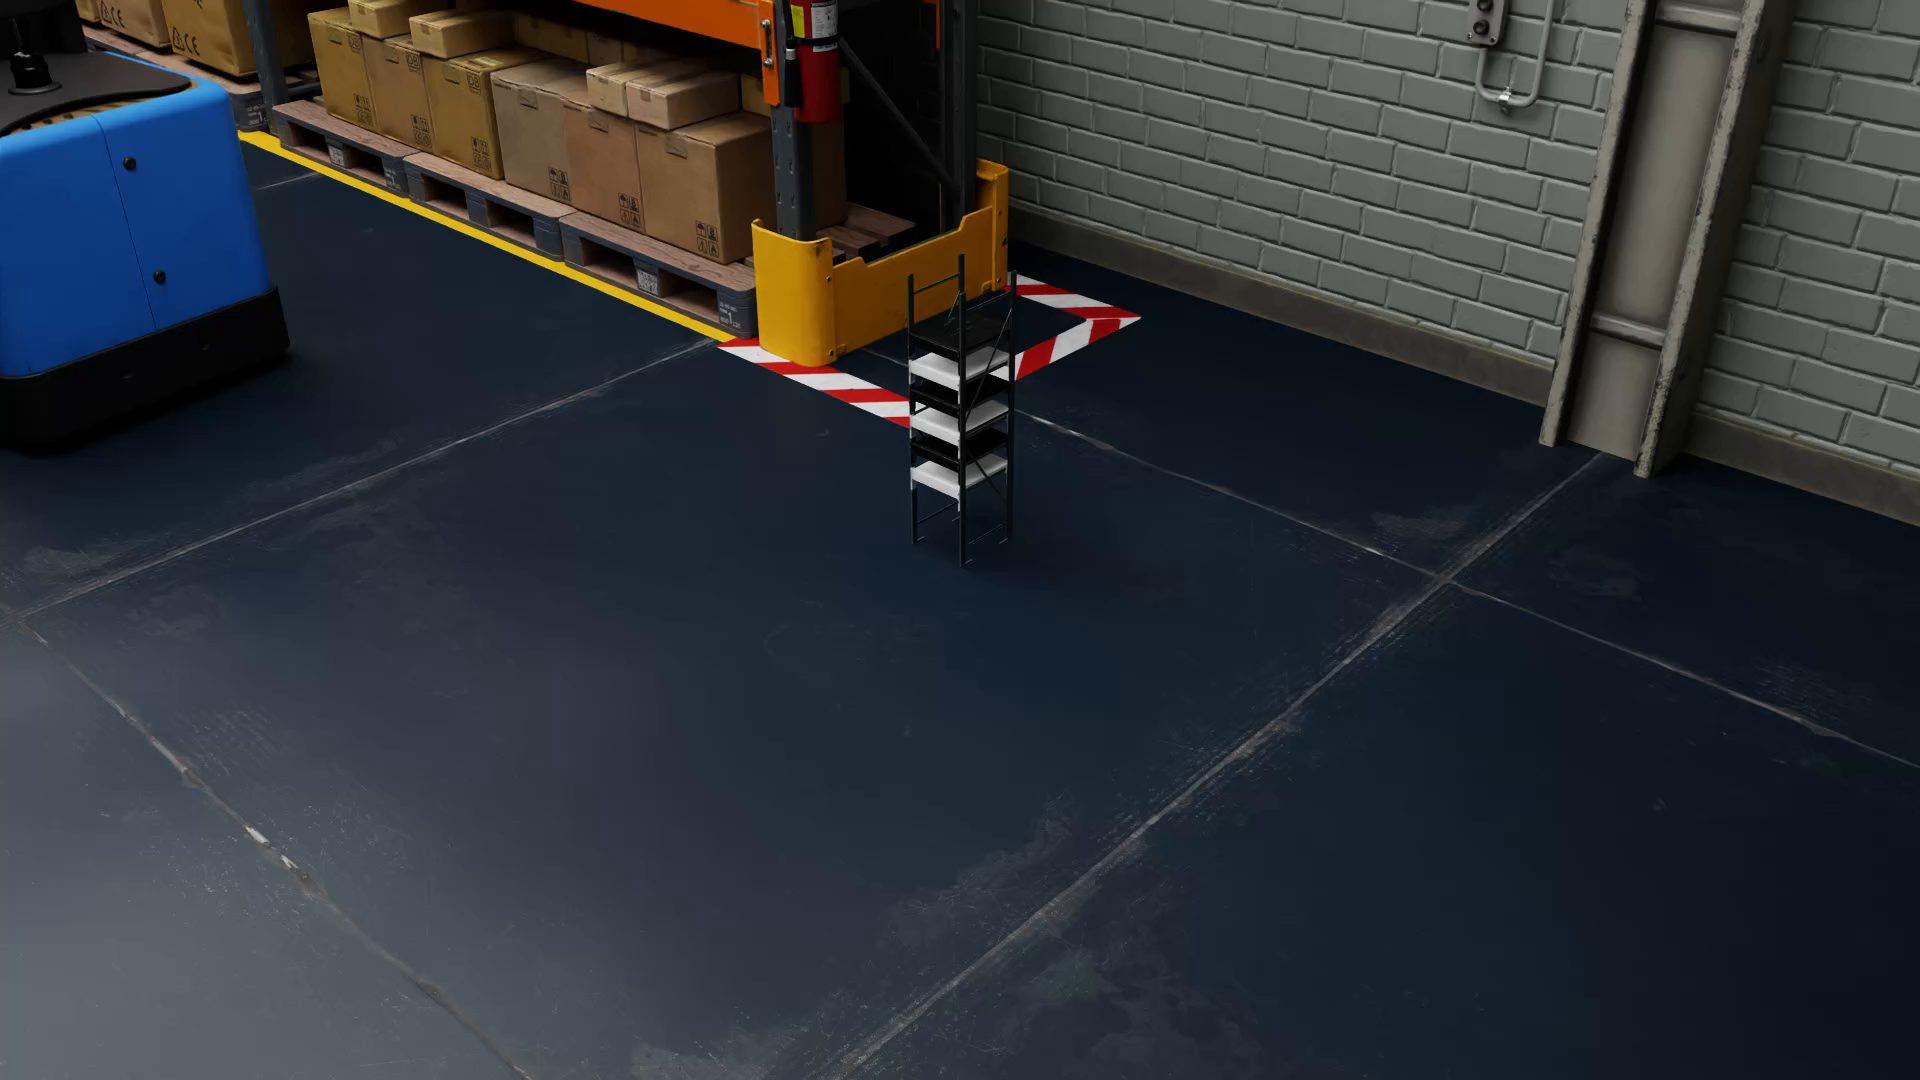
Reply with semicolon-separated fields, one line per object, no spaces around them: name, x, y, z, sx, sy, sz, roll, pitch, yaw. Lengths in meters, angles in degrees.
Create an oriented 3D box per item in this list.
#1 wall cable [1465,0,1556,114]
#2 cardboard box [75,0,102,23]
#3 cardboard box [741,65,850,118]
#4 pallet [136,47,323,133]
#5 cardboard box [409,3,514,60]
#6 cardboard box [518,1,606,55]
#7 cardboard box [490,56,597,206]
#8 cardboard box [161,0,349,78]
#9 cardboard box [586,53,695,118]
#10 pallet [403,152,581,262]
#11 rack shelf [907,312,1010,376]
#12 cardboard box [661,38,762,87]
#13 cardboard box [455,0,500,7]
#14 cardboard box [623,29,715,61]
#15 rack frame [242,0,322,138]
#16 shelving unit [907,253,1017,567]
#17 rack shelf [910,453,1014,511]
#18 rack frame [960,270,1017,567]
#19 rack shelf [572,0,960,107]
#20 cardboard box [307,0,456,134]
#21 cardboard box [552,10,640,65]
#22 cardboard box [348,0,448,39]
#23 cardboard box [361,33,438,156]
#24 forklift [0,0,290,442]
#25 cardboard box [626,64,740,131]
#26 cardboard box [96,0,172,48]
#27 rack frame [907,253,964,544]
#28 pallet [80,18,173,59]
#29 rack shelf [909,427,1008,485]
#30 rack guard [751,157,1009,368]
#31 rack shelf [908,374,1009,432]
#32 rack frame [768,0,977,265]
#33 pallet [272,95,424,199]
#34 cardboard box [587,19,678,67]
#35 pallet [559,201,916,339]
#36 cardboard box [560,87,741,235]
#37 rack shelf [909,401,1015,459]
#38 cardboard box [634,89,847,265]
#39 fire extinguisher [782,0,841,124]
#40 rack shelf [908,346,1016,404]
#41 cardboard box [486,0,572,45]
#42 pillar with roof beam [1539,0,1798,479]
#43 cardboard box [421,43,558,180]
wall cable;1.274;-2.574;5.633;1.851;1.984;0.084;25;39;35
cardboard box;-5.139;-3.638;10.062;0.750;0.750;0.750;25;39;35
cardboard box;-0.670;-1.845;6.793;0.250;0.149;0.380;25;39;35
pallet;-3.899;-2.648;9.445;1.213;0.211;1.003;25;39;35
cardboard box;-2.272;-2.325;7.591;0.250;0.149;0.380;24;38;34
cardboard box;-1.798;-2.371;7.667;0.250;0.149;0.380;24;39;34
cardboard box;-1.641;-1.880;7.482;0.500;0.500;0.700;24;38;34
cardboard box;-3.845;-3.039;9.067;0.750;0.750;0.750;26;39;36
cardboard box;-1.304;-1.874;6.843;0.250;0.149;0.380;26;40;36
pallet;-1.856;-1.695;7.861;1.213;0.211;1.003;25;39;35
rack shelf;0.006;-0.585;4.891;0.200;0.077;0.258;25;39;35
cardboard box;-1.046;-2.020;7.084;0.250;0.149;0.380;25;39;35
cardboard box;-2.177;-2.547;7.961;0.250;0.149;0.380;24;38;34
cardboard box;-1.231;-2.106;7.228;0.250;0.149;0.380;25;39;35
rack frame;-3.276;-3.605;8.330;0.127;3.000;1.000;25;39;35
shelving unit;0.006;-0.383;5.013;0.210;0.900;0.258;25;39;35
rack shelf;0.006;-0.200;5.123;0.200;0.077;0.258;25;39;35
rack frame;0.081;-0.348;4.955;0.006;0.900;0.240;25;39;35
rack shelf;-1.793;-2.604;7.365;4.000;0.370;1.077;25;39;35
cardboard box;-2.790;-2.416;8.371;0.500;0.500;0.700;26;39;36
cardboard box;-1.611;-2.283;7.521;0.250;0.149;0.380;25;39;36
cardboard box;-2.659;-2.505;7.891;0.250;0.149;0.380;27;40;37
cardboard box;-2.420;-2.241;8.080;0.500;0.500;0.700;25;39;35
forklift;-4.042;-2.187;6.041;3.031;2.935;1.130;21;37;31
cardboard box;-1.114;-1.786;6.696;0.250;0.149;0.380;25;39;35
cardboard box;-4.506;-3.346;9.576;0.750;0.750;0.750;26;40;36
rack frame;-0.069;-0.418;5.072;0.006;0.900;0.240;25;39;35
pallet;-4.808;-3.071;10.146;1.213;0.211;1.003;25;39;35
rack shelf;0.006;-0.277;5.077;0.200;0.077;0.258;25;39;35
rack guard;-0.293;-1.141;6.661;0.348;0.500;1.175;25;39;35
rack shelf;0.006;-0.431;4.984;0.200;0.077;0.258;25;39;35
rack frame;-0.310;-2.220;6.030;0.127;3.000;1.000;25;39;35
pallet;-2.765;-2.117;8.562;1.213;0.211;1.003;25;39;35
cardboard box;-1.420;-2.194;7.374;0.250;0.149;0.380;26;39;36
pallet;-0.956;-1.273;7.159;1.213;0.211;1.003;25;39;35
cardboard box;-1.268;-1.707;7.193;0.500;0.500;0.700;25;39;35
rack shelf;0.006;-0.354;5.030;0.200;0.077;0.258;25;39;35
cardboard box;-0.896;-1.534;6.905;0.500;0.500;0.700;25;39;35
fire extinguisher;-0.508;-1.799;5.766;0.183;0.674;0.296;25;39;35
rack shelf;0.006;-0.508;4.938;0.200;0.077;0.258;25;39;35
cardboard box;-1.990;-2.460;7.815;0.250;0.149;0.380;25;39;36
pillar with roof beam;-0.617;-2.541;0.746;0.400;9.000;9.100;25;39;35
cardboard box;-2.041;-2.062;7.784;0.500;0.500;0.700;26;40;36
